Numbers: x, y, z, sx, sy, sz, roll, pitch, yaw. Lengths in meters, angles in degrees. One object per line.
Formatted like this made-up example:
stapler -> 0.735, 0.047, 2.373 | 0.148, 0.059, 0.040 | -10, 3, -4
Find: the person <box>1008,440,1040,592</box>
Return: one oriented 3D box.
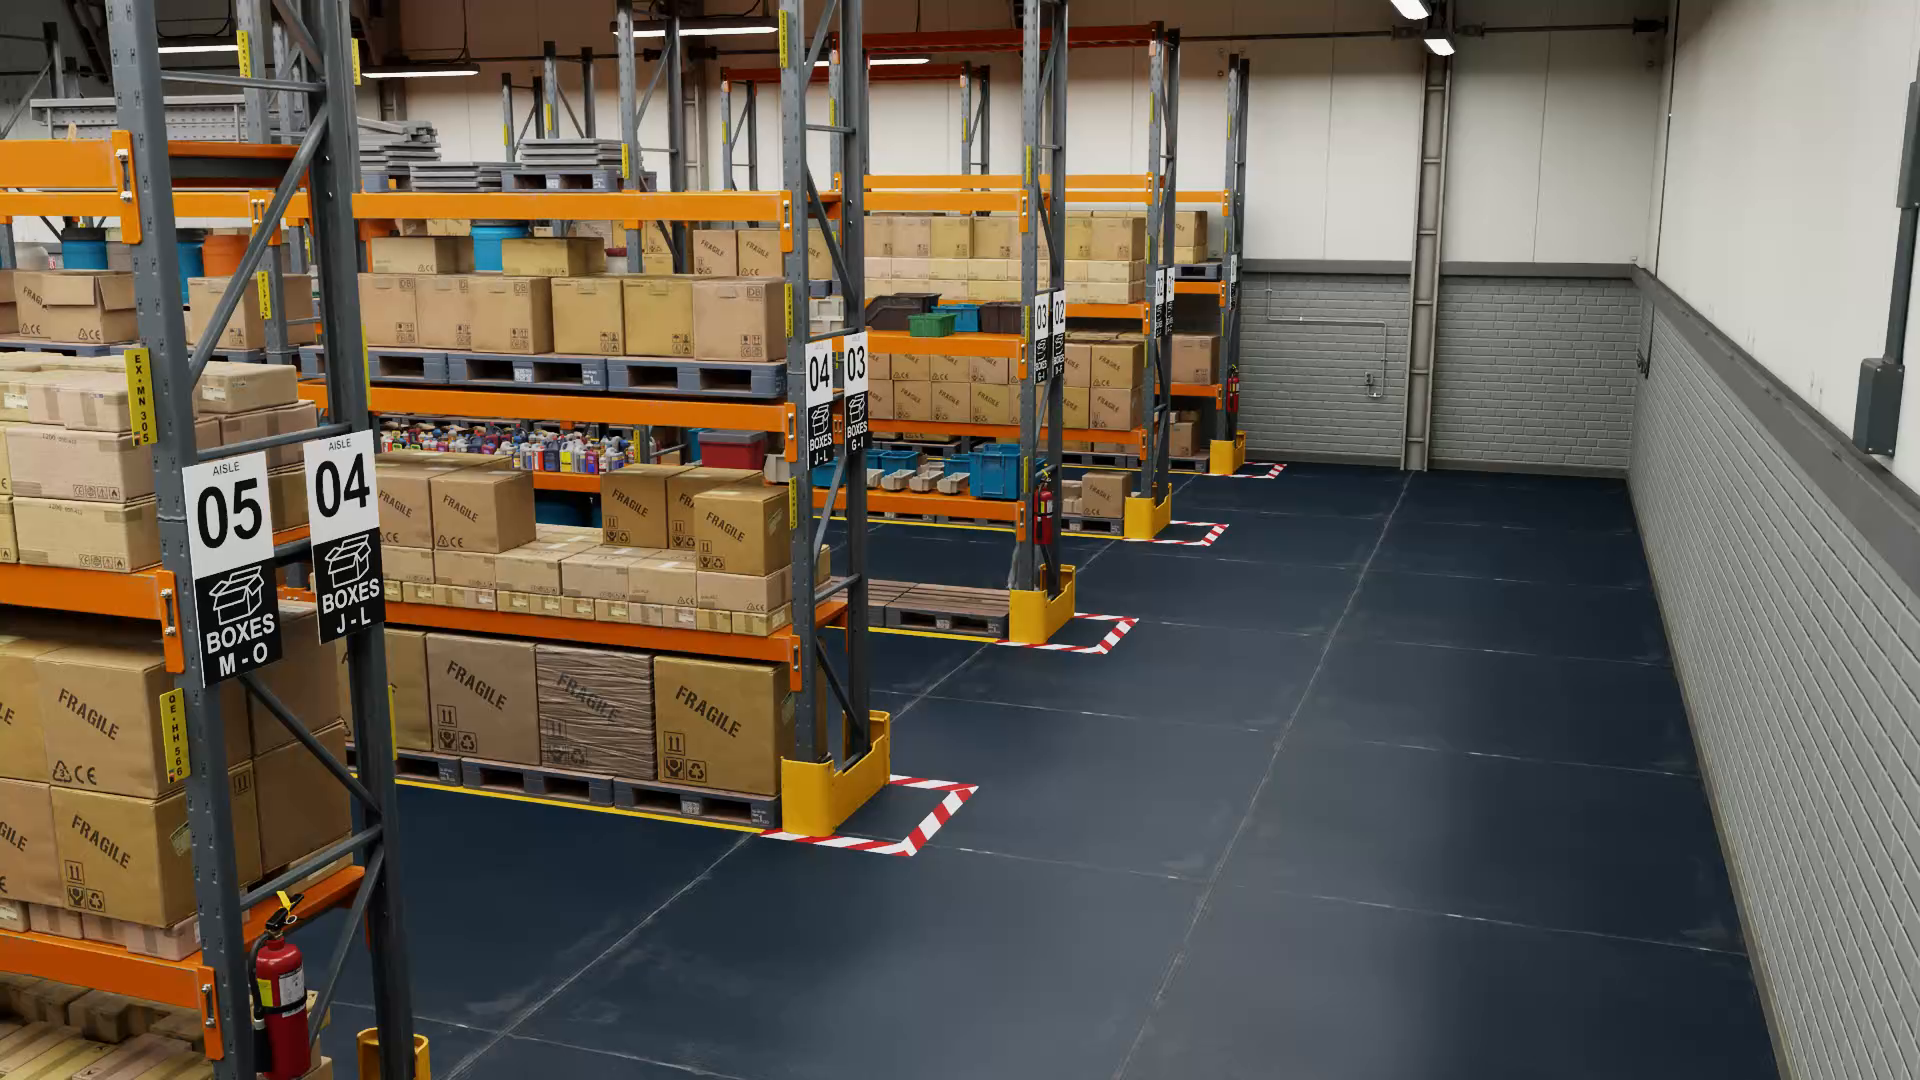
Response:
person -> 0.664, -0.271, 17.281 | 0.358, 1.671, 0.444 | -3, 12, -16
